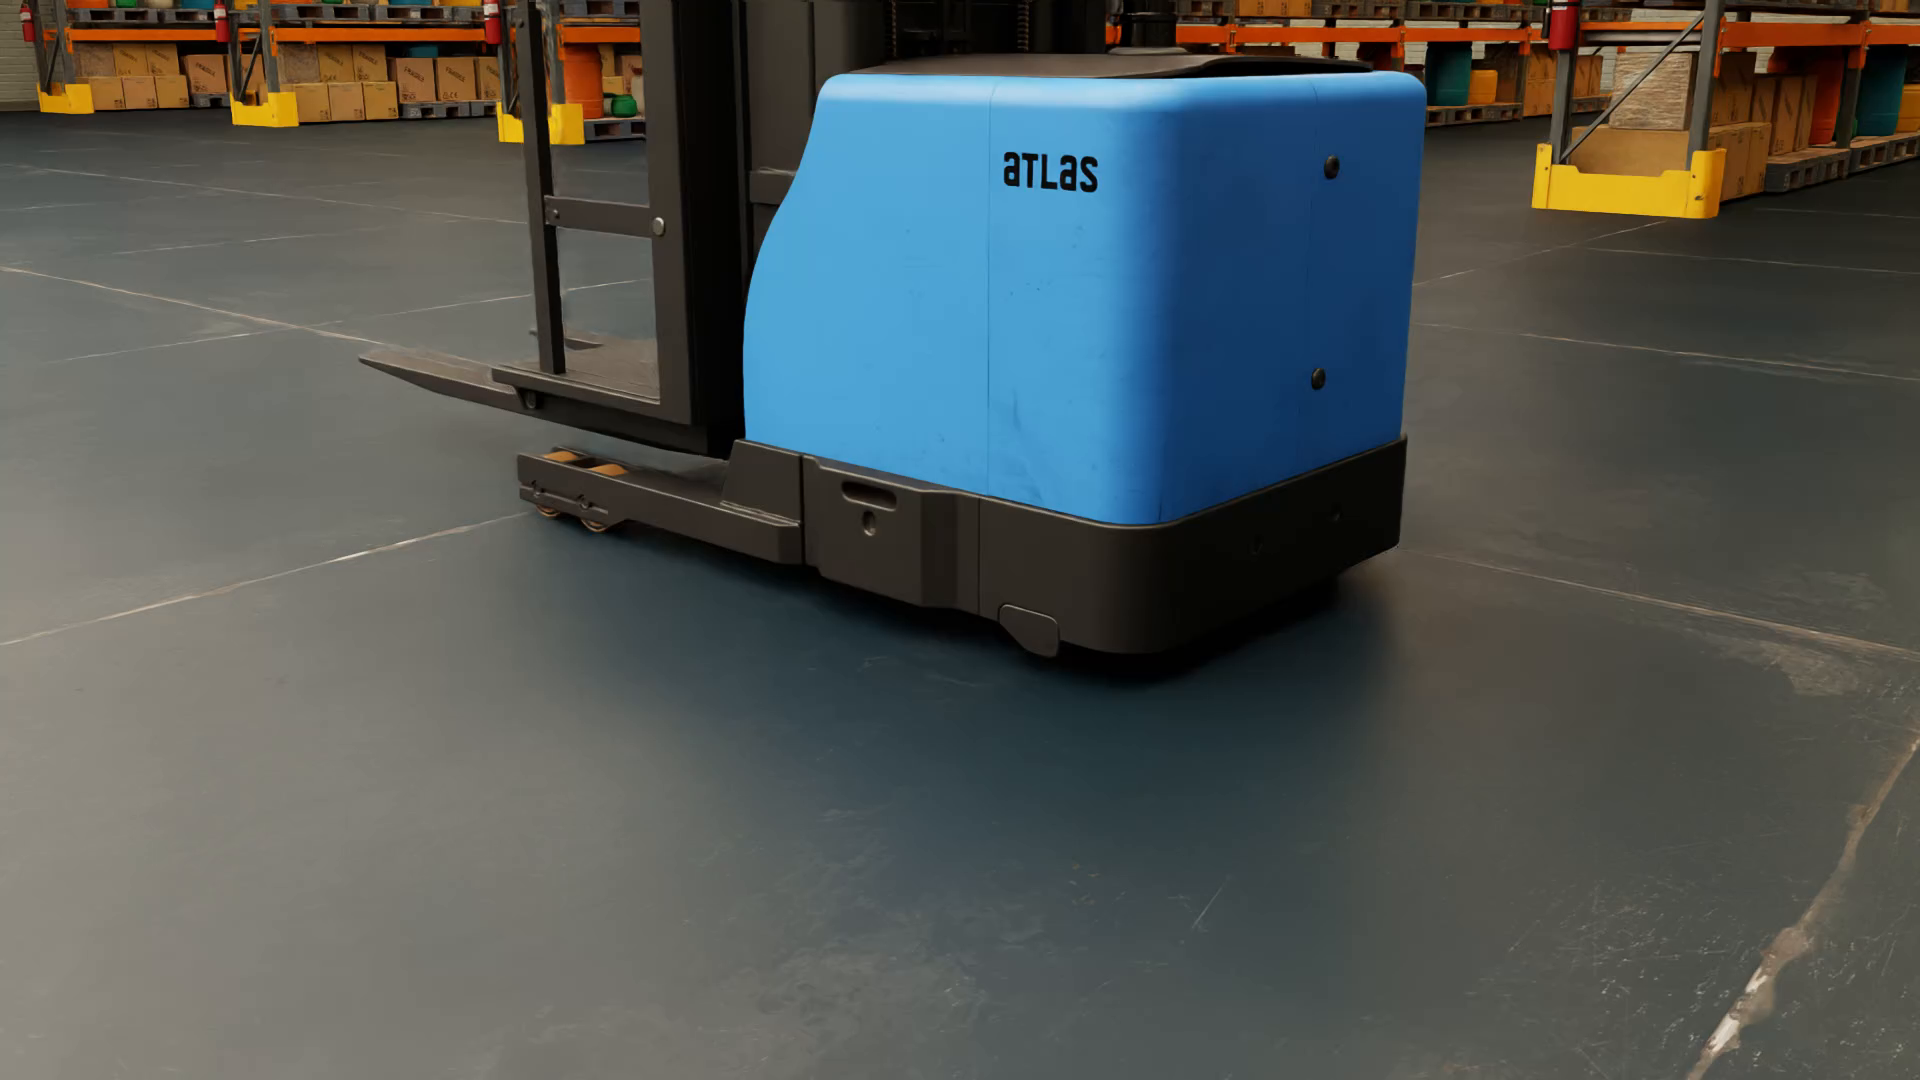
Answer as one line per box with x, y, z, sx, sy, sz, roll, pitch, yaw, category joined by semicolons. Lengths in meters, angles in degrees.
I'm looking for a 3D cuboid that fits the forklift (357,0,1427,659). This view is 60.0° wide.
-0.460;-1.519;3.901;3.031;2.935;1.130;15;22;40;forklift
